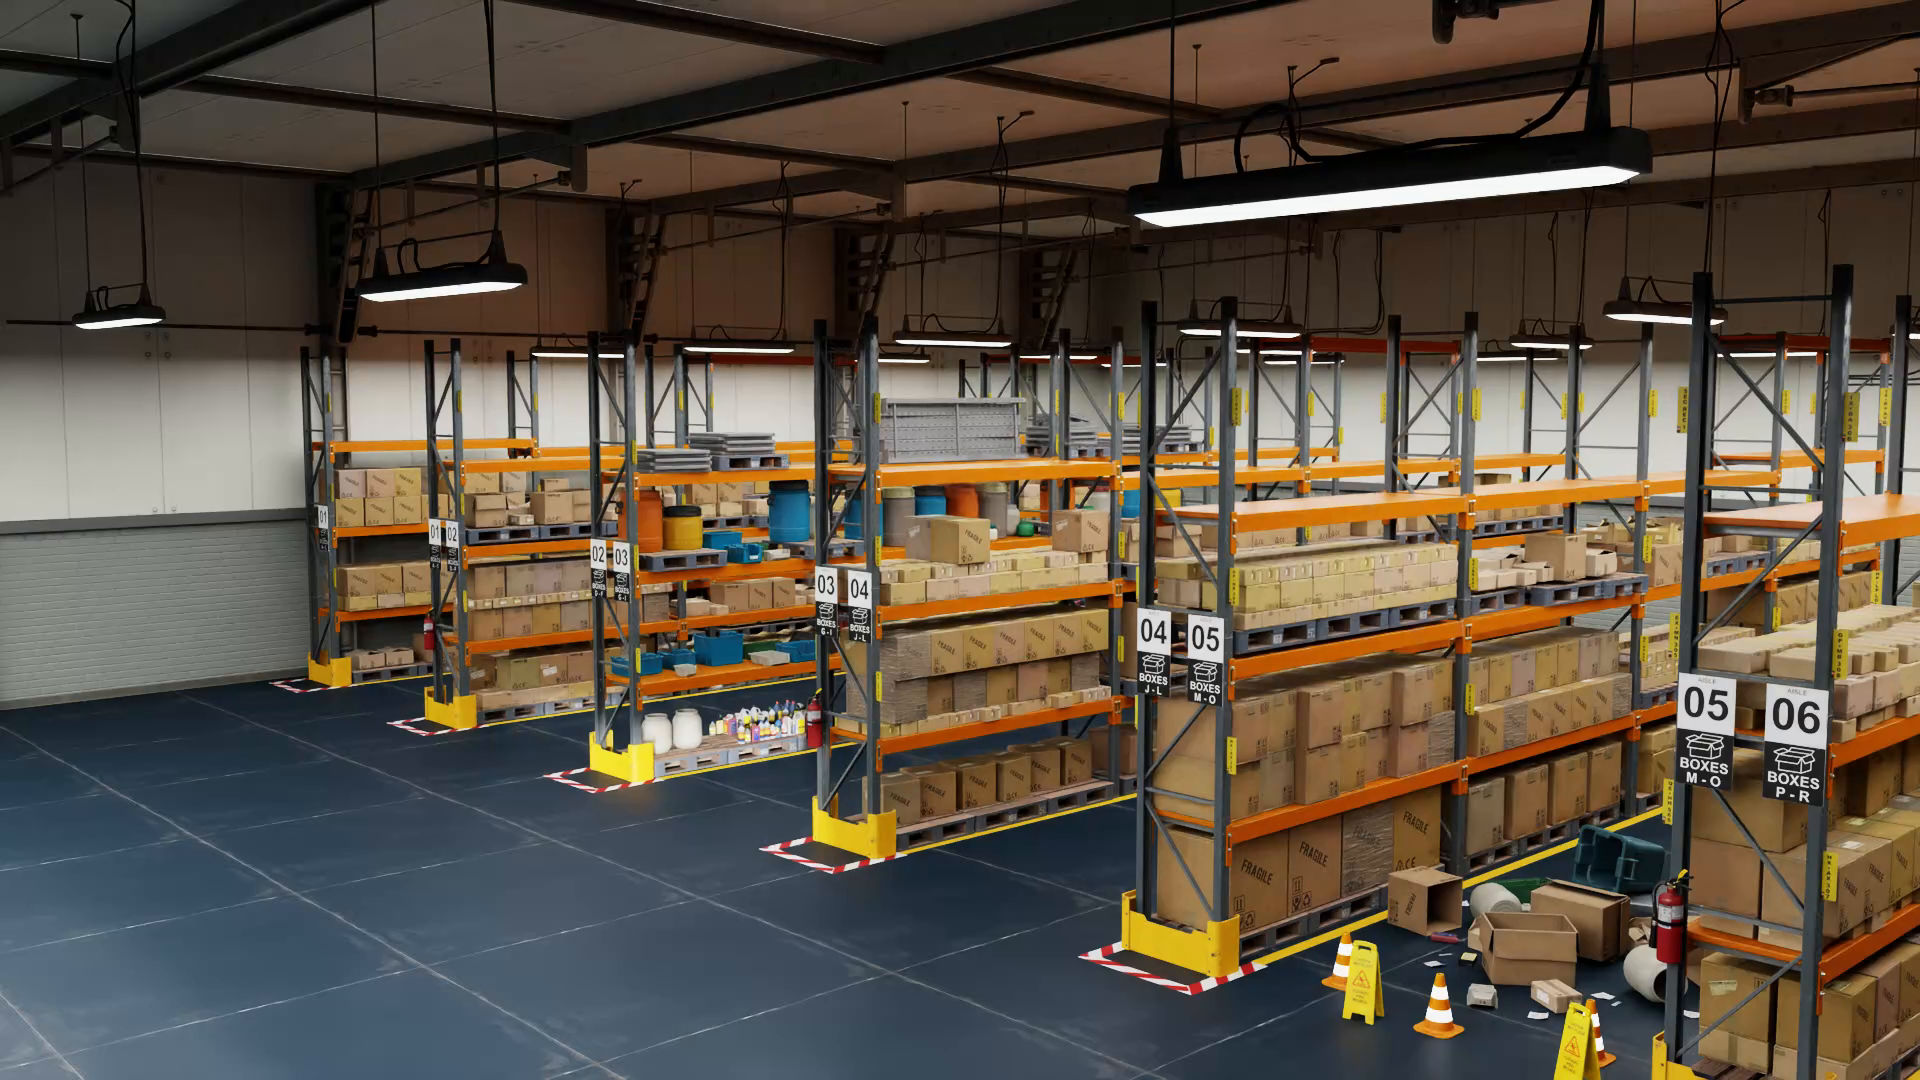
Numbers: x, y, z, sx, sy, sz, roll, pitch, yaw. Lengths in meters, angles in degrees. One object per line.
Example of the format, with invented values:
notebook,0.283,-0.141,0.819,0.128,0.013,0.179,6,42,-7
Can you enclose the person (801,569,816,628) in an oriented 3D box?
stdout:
person,-3.053,1.297,34.057,0.561,1.794,0.926,4,7,41

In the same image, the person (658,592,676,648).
person,-5.559,1.624,31.043,0.467,1.699,0.669,5,7,43
